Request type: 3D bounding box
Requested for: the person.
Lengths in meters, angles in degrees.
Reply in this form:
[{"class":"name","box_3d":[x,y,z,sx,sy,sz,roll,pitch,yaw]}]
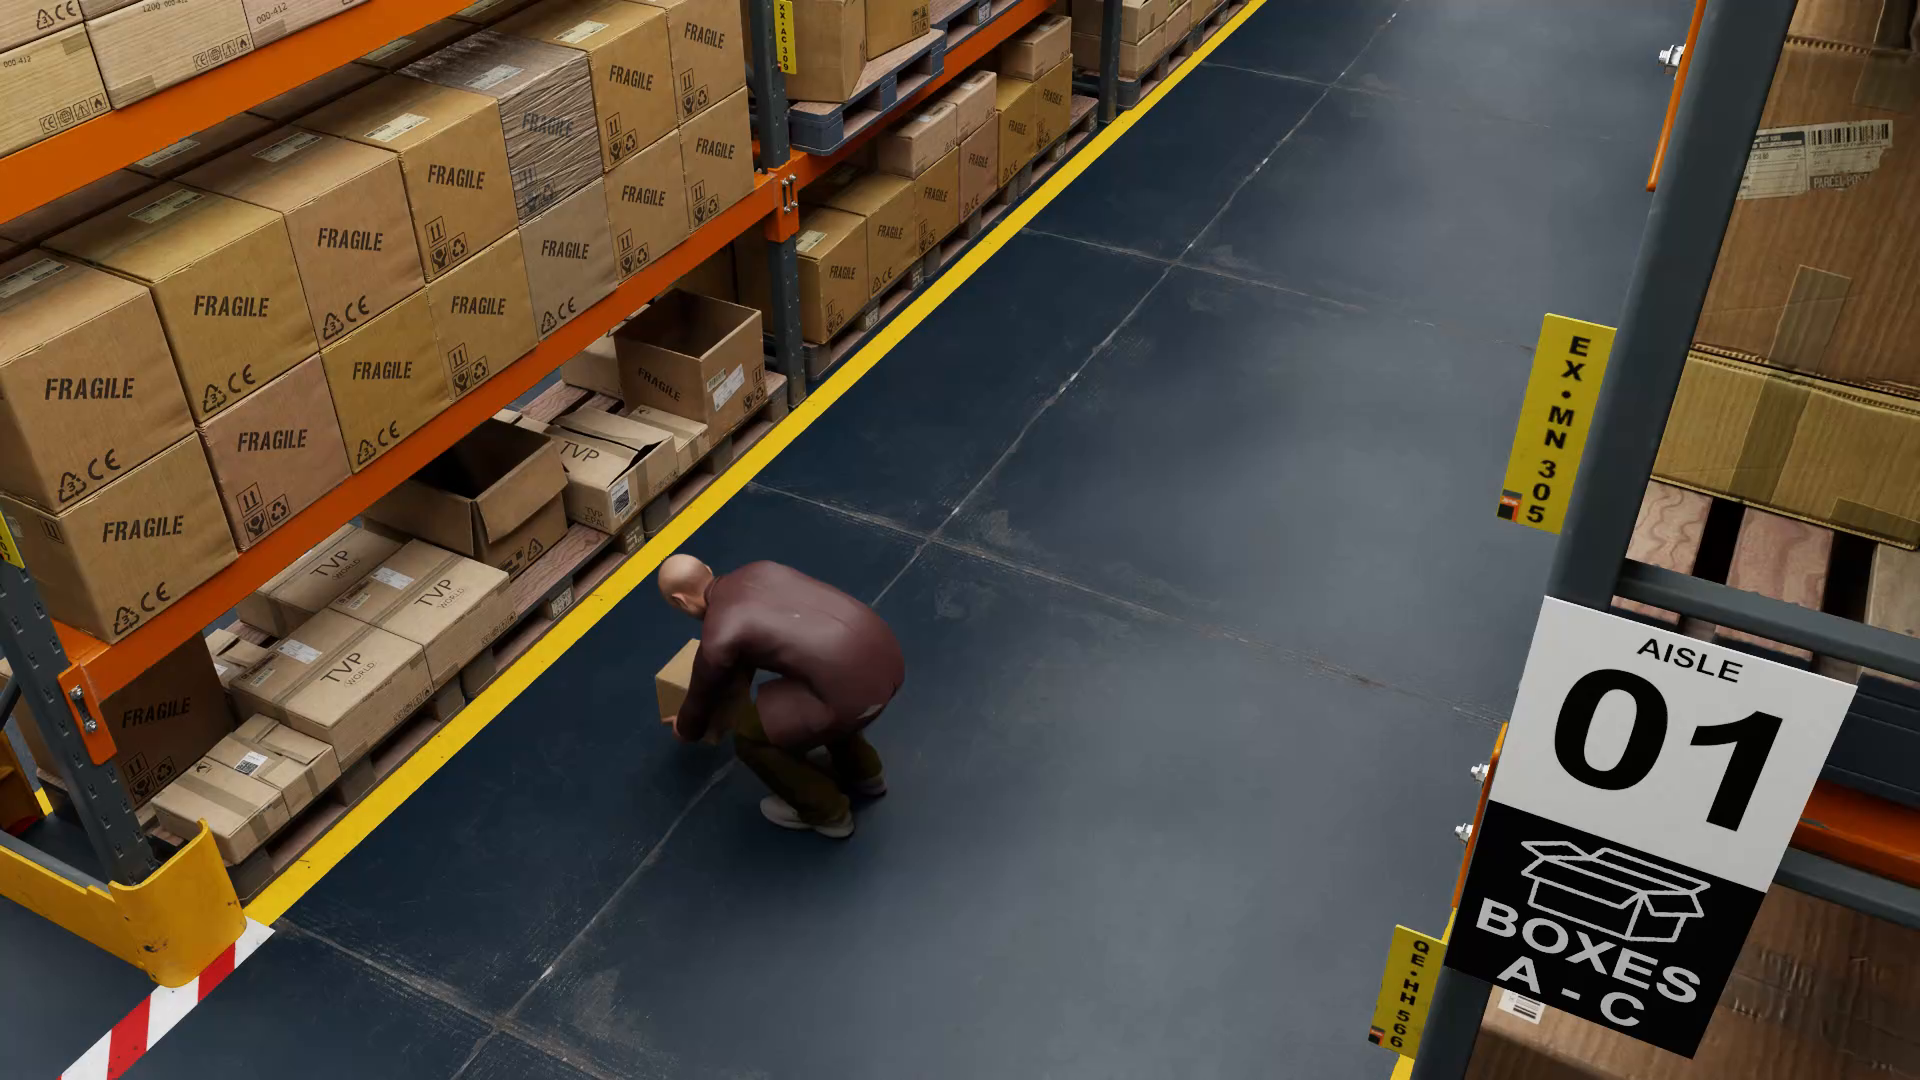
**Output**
[{"class":"person","box_3d":[-0.654,0.545,6.087,0.952,1.004,0.594,16,40,20]}]
